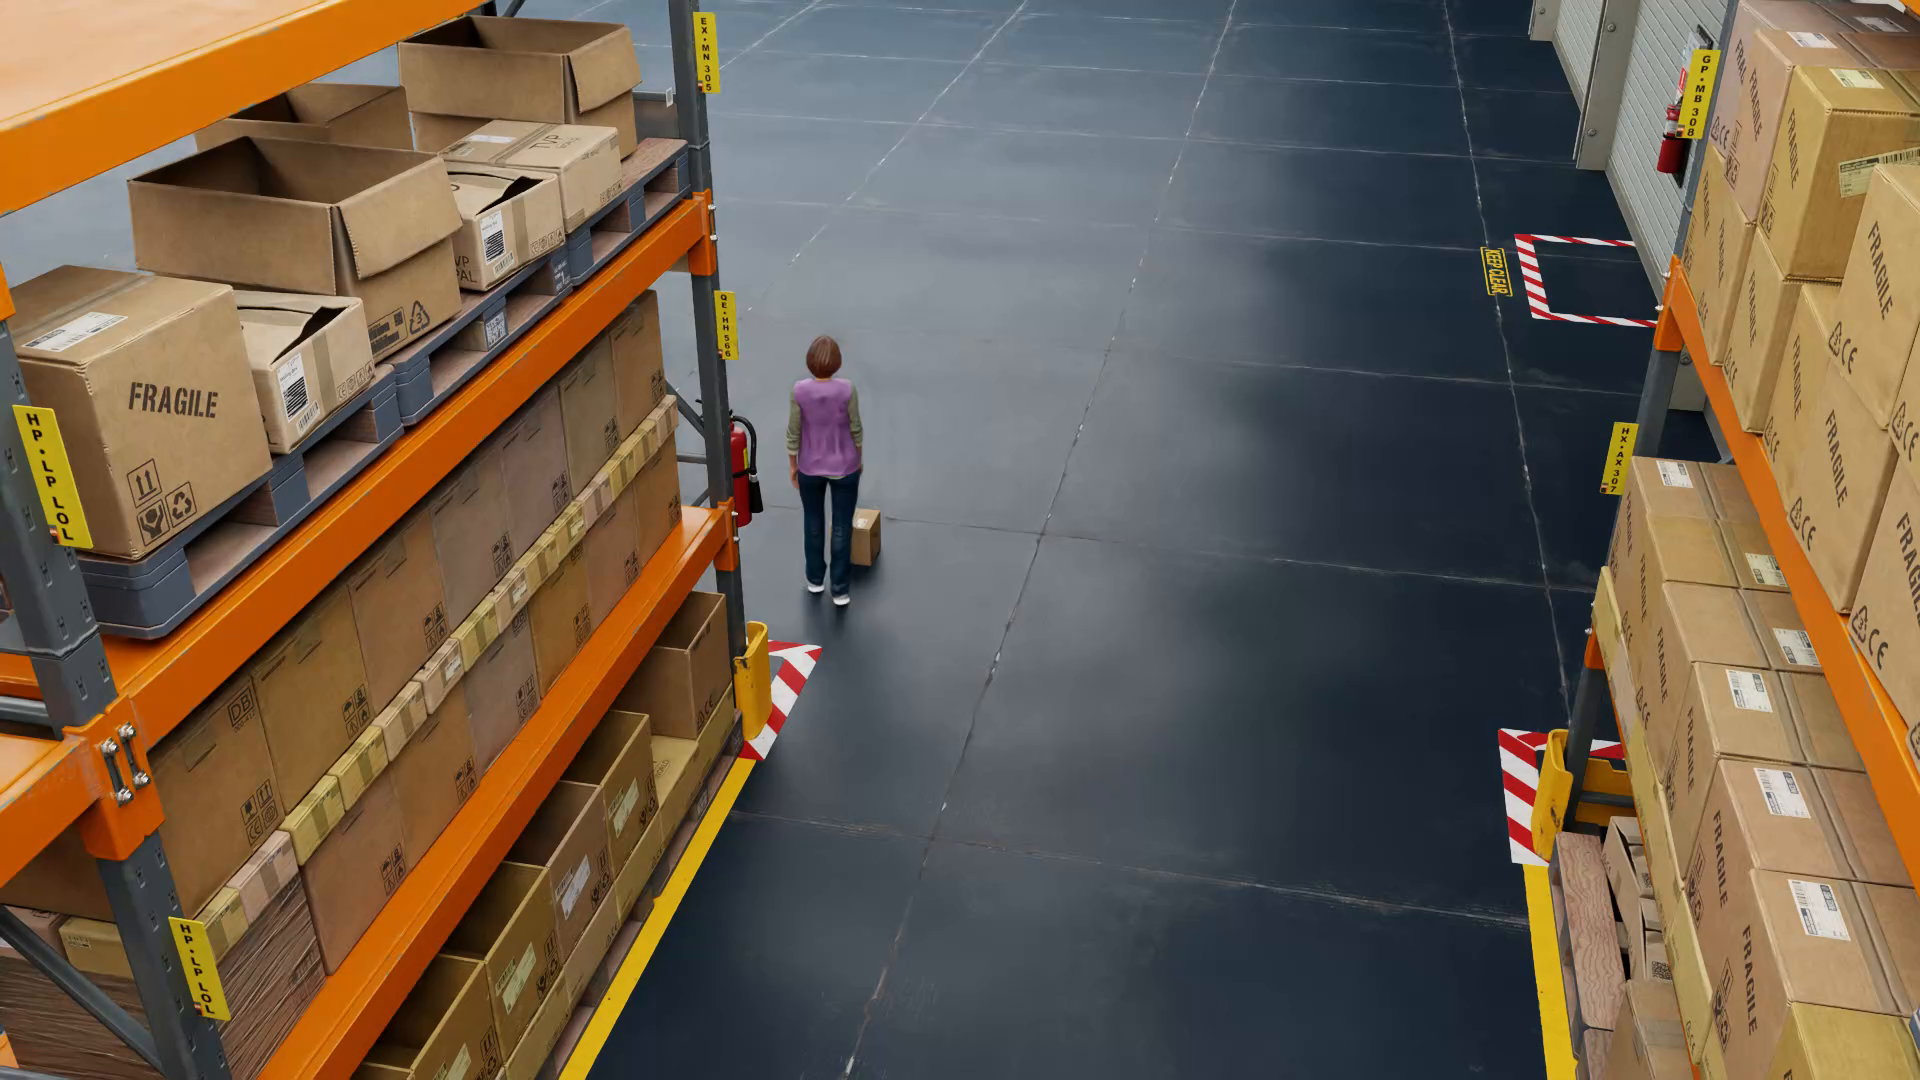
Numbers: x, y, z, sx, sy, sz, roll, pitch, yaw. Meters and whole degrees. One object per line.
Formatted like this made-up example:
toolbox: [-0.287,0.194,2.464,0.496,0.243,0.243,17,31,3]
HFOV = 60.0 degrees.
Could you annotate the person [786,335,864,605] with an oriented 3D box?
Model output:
person: [-0.746,-0.390,9.304,0.430,1.612,0.460,1,29,1]
